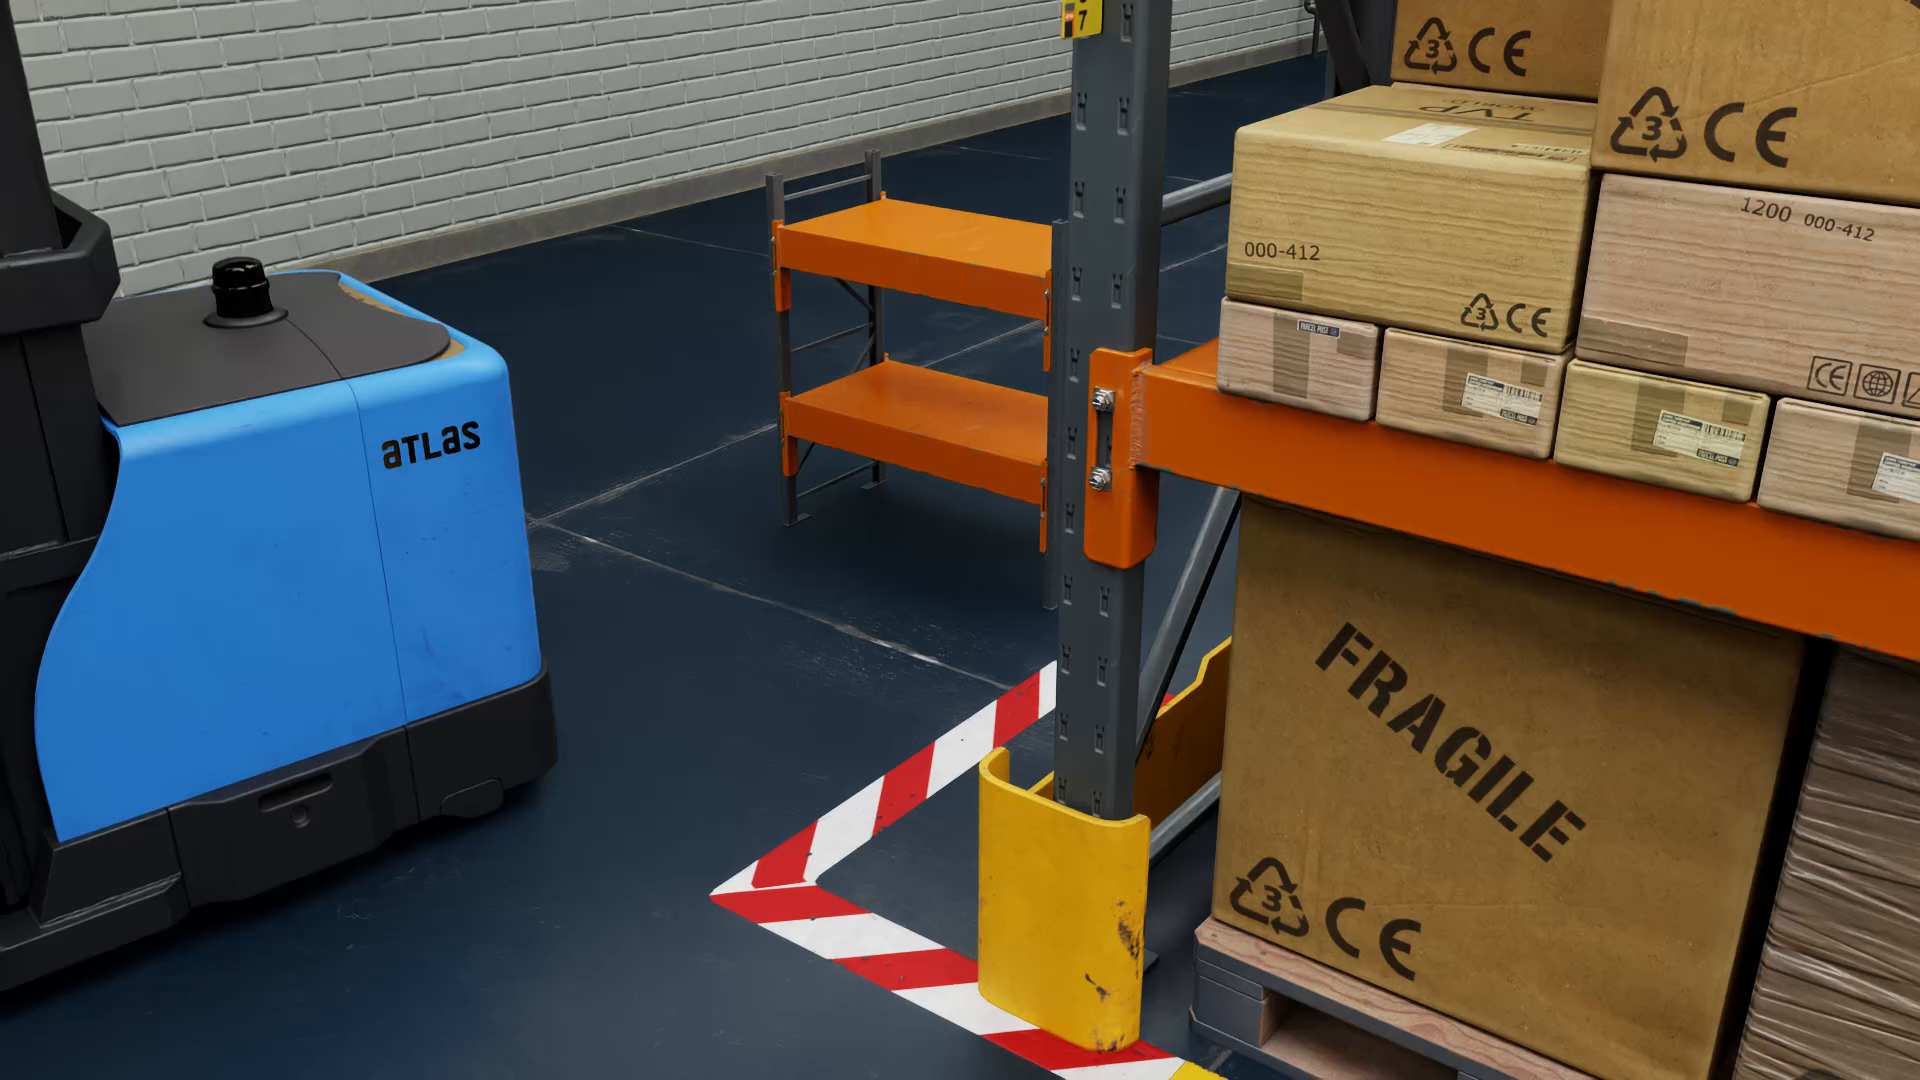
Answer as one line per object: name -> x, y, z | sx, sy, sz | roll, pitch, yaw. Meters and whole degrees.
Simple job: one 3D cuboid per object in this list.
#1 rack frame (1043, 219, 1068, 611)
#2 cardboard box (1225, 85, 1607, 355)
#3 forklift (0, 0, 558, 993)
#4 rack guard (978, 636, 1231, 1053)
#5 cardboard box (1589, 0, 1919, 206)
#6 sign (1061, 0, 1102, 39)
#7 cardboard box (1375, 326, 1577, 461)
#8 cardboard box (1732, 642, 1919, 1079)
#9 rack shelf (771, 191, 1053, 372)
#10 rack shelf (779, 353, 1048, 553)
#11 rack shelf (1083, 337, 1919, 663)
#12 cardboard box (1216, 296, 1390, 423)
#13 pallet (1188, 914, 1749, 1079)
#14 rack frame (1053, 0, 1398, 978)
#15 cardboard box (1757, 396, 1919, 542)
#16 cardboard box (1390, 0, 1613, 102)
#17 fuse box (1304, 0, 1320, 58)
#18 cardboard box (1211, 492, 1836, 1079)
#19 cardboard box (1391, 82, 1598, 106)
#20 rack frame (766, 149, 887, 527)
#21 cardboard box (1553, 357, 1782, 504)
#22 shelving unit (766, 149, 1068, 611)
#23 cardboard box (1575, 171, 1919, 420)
rack frame -> 0.401, -0.393, 4.748 | 0.032, 1.125, 0.500 | 17, 29, 33
cardboard box -> 0.738, -0.497, 2.476 | 0.500, 0.250, 0.500 | 16, 28, 32
forklift -> -2.392, -0.516, 2.787 | 3.031, 2.935, 1.130 | -19, 30, -37
rack guard -> 0.497, 0.505, 3.484 | 0.348, 0.500, 1.175 | 17, 29, 33
cardboard box -> 1.138, -0.720, 2.050 | 0.500, 0.500, 0.500 | 16, 28, 32
sign -> 0.178, -0.888, 2.373 | 0.005, 0.325, 0.100 | 17, 29, 33
cardboard box -> 0.808, -0.264, 2.441 | 0.250, 0.149, 0.380 | 16, 29, 33
cardboard box -> 1.804, 0.496, 2.518 | 0.875, 0.875, 0.875 | 17, 29, 33
rack shelf -> -0.005, -0.784, 4.909 | 1.000, 0.278, 0.538 | 17, 29, 33
rack shelf -> -0.005, -0.293, 5.125 | 1.000, 0.278, 0.538 | 17, 29, 33
rack shelf -> 2.116, 0.180, 2.014 | 4.000, 0.370, 1.077 | 17, 29, 33
cardboard box -> 0.602, -0.326, 2.581 | 0.250, 0.149, 0.380 | 17, 29, 34
pallet -> 1.203, 0.811, 3.147 | 1.213, 0.211, 1.003 | 17, 29, 33
rack frame -> 0.516, -0.633, 2.967 | 0.127, 3.000, 1.000 | 17, 29, 33
cardboard box -> 1.223, -0.140, 2.159 | 0.250, 0.149, 0.380 | 16, 29, 33
cardboard box -> 1.063, -1.011, 2.711 | 0.500, 0.500, 0.500 | 17, 29, 34
fuse box -> 3.310, -5.239, 15.019 | 0.414, 1.711, 0.539 | 17, 29, 33
cardboard box -> 1.076, 0.276, 3.018 | 0.875, 0.875, 0.875 | 17, 29, 33
cardboard box -> 1.063, -0.669, 2.865 | 0.500, 0.250, 0.500 | 16, 29, 32
rack frame -> -0.412, -0.639, 5.306 | 0.032, 1.125, 0.500 | 17, 29, 33
cardboard box -> 1.013, -0.202, 2.301 | 0.250, 0.149, 0.380 | 16, 28, 32
shelving unit -> -0.005, -0.516, 5.027 | 1.048, 1.125, 0.538 | 17, 29, 33
cardboard box -> 1.158, -0.374, 2.195 | 0.500, 0.250, 0.500 | 16, 29, 33
